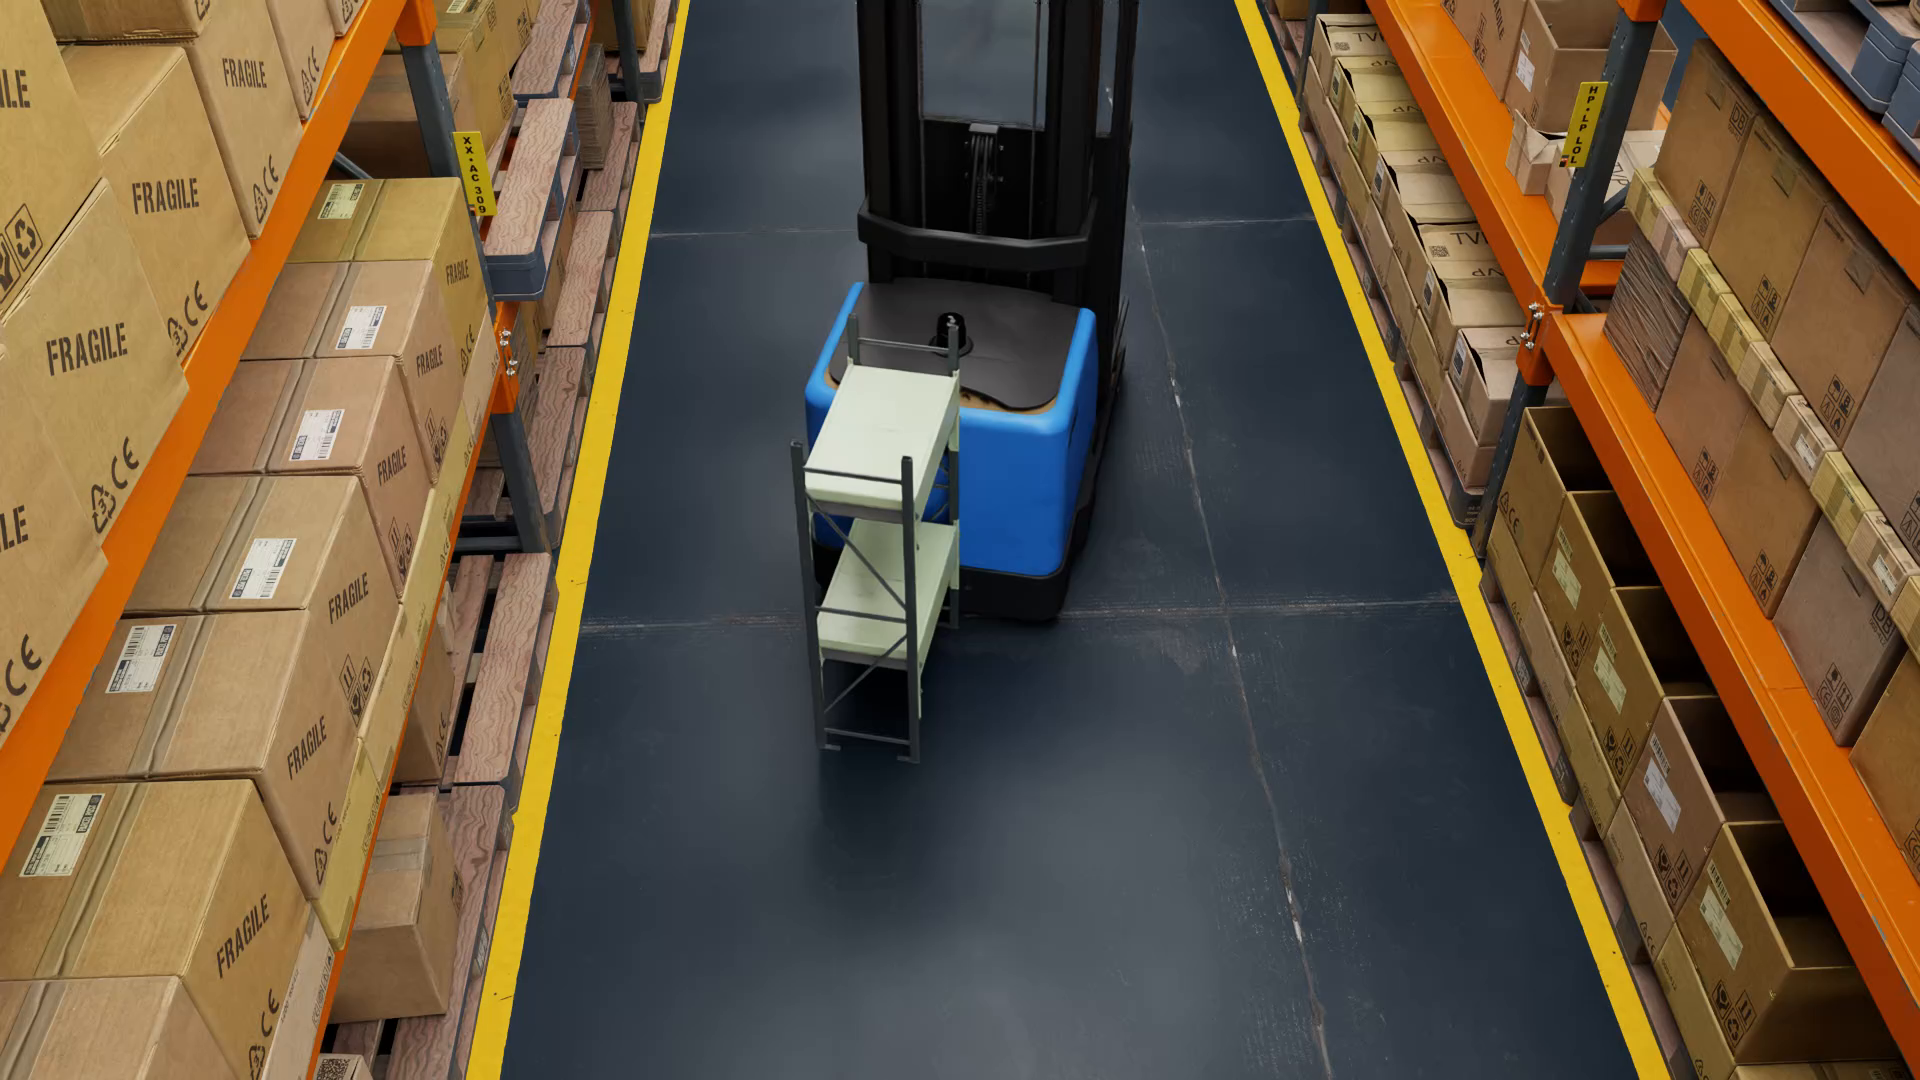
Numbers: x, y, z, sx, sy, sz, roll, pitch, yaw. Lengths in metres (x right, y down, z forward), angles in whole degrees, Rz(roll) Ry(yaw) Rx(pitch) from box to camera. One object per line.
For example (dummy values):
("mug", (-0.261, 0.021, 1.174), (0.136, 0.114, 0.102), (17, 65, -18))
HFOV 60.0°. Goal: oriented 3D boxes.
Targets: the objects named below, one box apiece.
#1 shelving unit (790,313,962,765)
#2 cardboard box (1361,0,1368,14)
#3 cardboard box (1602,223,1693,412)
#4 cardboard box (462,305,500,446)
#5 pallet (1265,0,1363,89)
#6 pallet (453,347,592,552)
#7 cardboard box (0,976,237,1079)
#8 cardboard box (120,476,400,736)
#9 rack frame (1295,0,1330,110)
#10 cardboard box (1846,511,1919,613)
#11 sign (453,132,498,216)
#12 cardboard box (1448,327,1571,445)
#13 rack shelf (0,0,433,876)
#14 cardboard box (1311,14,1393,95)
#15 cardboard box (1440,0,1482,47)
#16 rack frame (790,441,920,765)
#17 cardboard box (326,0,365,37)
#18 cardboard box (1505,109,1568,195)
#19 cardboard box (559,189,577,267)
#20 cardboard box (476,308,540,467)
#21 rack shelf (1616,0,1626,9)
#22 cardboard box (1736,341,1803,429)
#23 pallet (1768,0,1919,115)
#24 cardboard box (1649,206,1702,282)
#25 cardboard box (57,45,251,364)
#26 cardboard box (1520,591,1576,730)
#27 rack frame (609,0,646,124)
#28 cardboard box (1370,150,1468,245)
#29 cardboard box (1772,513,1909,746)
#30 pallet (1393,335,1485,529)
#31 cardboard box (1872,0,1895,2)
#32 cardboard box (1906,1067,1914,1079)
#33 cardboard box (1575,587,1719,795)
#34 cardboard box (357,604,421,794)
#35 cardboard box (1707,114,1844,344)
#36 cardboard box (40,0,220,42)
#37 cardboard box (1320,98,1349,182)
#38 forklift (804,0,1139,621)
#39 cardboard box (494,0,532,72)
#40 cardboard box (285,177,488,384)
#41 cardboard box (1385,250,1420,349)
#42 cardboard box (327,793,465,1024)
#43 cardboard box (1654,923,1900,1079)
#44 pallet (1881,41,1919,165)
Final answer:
("shelving unit", (-0.276, 0.024, 6.114), (0.431, 1.500, 0.755), (8, 43, 9))
("cardboard box", (2.791, -3.684, 10.573), (0.500, 0.500, 0.500), (-3, 43, -3))
("cardboard box", (2.748, -0.811, 5.841), (0.700, 0.500, 0.500), (-3, 43, -3))
("cardboard box", (-1.904, -0.570, 5.748), (0.500, 0.250, 0.500), (-2, 43, -2))
("pallet", (2.559, -3.251, 10.641), (1.003, 0.211, 1.213), (-2, 43, -2))
("pallet", (-2.261, -0.427, 7.559), (1.003, 0.211, 1.213), (-2, 43, -2))
("cardboard box", (-1.777, 1.212, 3.249), (0.500, 0.500, 0.500), (-2, 43, -2))
("cardboard box", (-1.837, 0.181, 4.374), (0.500, 0.500, 0.500), (0, 43, 0))
("rack frame", (2.553, -3.774, 9.148), (1.000, 3.000, 0.127), (-2, 43, -2))
("cardboard box", (2.618, 0.051, 4.420), (0.380, 0.149, 0.250), (-2, 43, -2))
("sign", (-1.685, -1.269, 5.774), (0.100, 0.325, 0.005), (-2, 43, -2))
("cardboard box", (2.419, -0.687, 7.089), (0.500, 0.311, 0.500), (-2, 43, -2))
("rack shelf", (-2.142, -0.419, 3.800), (1.077, 0.370, 4.000), (-2, 43, -2))
("cardboard box", (2.281, -2.760, 9.350), (0.500, 0.311, 0.500), (0, 43, 0))
("cardboard box", (2.640, -2.679, 7.878), (0.500, 0.500, 0.500), (-4, 43, -4))
("rack frame", (-0.349, 0.266, 5.850), (0.400, 1.500, 0.023), (8, 43, 9))
("cardboard box", (-1.958, -1.744, 4.624), (0.500, 0.500, 0.500), (-1, 43, -1))
("cardboard box", (2.502, -1.612, 6.889), (0.396, 0.266, 0.258), (-3, 43, -3))
("cardboard box", (-2.359, -1.700, 8.409), (0.700, 0.500, 0.500), (-2, 43, -2))
("cardboard box", (-2.274, -0.666, 7.281), (0.700, 0.500, 0.500), (0, 43, 0))
("rack shelf", (2.638, -3.264, 6.904), (1.077, 0.370, 4.000), (-2, 43, -2))
("cardboard box", (2.585, -0.473, 4.992), (0.380, 0.149, 0.250), (-3, 43, -3))
("pallet", (2.785, -1.572, 4.590), (1.003, 0.211, 1.213), (-2, 43, -2))
("cardboard box", (2.551, -0.993, 5.560), (0.380, 0.149, 0.250), (-1, 43, -1))
("cardboard box", (-1.878, -0.687, 3.471), (0.500, 0.500, 0.500), (1, 43, 1))
("cardboard box", (2.455, 0.445, 6.269), (0.500, 0.250, 0.500), (-2, 43, -2))
("rack frame", (-2.396, -3.629, 8.990), (1.000, 3.000, 0.127), (-2, 43, -2))
("cardboard box", (2.354, -1.714, 8.209), (0.500, 0.311, 0.500), (-2, 43, -2))
("cardboard box", (2.817, 0.229, 4.706), (0.700, 0.500, 0.500), (0, 43, -1))
("pallet", (2.652, -0.542, 7.685), (1.003, 0.211, 1.213), (-2, 43, -2))
("cardboard box", (2.503, -1.641, 4.252), (0.500, 0.311, 0.500), (-4, 43, -4))
("cardboard box", (3.067, 1.780, 4.813), (0.500, 0.250, 0.500), (-2, 43, -2))
("cardboard box", (2.472, 0.506, 5.647), (0.500, 0.500, 0.500), (-2, 43, -2))
("cardboard box", (-1.831, 0.445, 4.641), (0.500, 0.250, 0.500), (-1, 43, -1))
("cardboard box", (2.770, -0.948, 5.031), (0.700, 0.500, 0.500), (-2, 43, -2))
("cardboard box", (-1.868, -1.395, 3.504), (0.500, 0.500, 0.500), (-3, 43, -3))
("cardboard box", (2.304, -2.214, 9.170), (0.500, 0.250, 0.500), (-3, 43, -3))
("forklift", (0.190, -1.758, 6.999), (1.130, 2.935, 3.031), (8, 43, 9))
("cardboard box", (-2.290, -2.294, 7.133), (0.700, 0.500, 0.500), (4, 43, 4))
("cardboard box", (-1.897, -0.847, 5.496), (0.500, 0.500, 0.500), (-2, 43, -2))
("cardboard box", (2.373, -1.173, 8.034), (0.500, 0.250, 0.500), (-1, 43, -1))
("cardboard box", (-2.002, 1.179, 5.268), (0.700, 0.500, 0.500), (-4, 43, -4))
("cardboard box", (2.518, 1.457, 5.164), (0.500, 0.250, 0.500), (-2, 43, -2))
("pallet", (2.833, -0.750, 3.694), (1.003, 0.211, 1.213), (-2, 43, -2))
